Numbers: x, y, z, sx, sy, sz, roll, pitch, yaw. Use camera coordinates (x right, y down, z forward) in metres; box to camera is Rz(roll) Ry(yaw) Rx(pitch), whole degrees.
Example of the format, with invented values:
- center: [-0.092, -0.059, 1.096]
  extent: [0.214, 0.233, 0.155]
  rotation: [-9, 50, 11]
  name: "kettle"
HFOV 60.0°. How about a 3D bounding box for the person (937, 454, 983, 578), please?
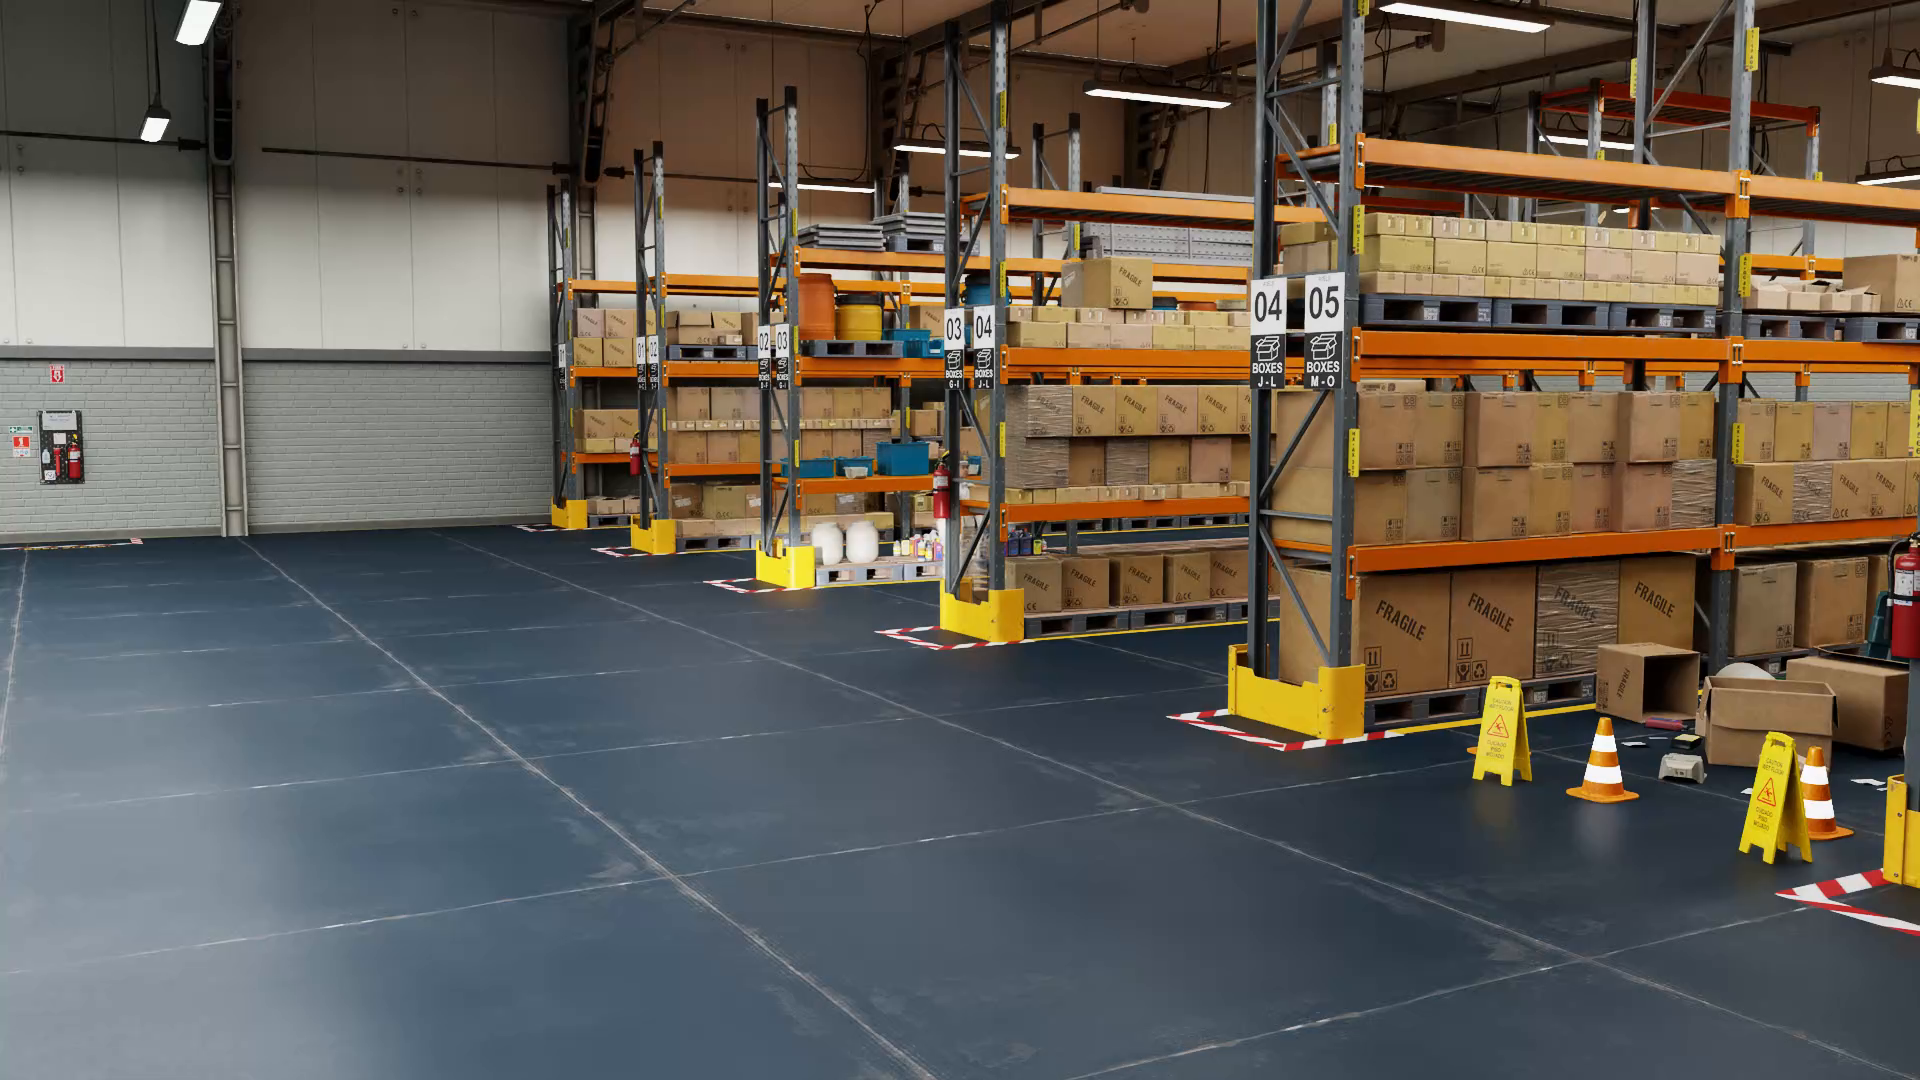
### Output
- center: [0.024, -0.085, 18.156]
  extent: [0.580, 1.695, 0.535]
  rotation: [-3, 6, -29]
  name: "person"
